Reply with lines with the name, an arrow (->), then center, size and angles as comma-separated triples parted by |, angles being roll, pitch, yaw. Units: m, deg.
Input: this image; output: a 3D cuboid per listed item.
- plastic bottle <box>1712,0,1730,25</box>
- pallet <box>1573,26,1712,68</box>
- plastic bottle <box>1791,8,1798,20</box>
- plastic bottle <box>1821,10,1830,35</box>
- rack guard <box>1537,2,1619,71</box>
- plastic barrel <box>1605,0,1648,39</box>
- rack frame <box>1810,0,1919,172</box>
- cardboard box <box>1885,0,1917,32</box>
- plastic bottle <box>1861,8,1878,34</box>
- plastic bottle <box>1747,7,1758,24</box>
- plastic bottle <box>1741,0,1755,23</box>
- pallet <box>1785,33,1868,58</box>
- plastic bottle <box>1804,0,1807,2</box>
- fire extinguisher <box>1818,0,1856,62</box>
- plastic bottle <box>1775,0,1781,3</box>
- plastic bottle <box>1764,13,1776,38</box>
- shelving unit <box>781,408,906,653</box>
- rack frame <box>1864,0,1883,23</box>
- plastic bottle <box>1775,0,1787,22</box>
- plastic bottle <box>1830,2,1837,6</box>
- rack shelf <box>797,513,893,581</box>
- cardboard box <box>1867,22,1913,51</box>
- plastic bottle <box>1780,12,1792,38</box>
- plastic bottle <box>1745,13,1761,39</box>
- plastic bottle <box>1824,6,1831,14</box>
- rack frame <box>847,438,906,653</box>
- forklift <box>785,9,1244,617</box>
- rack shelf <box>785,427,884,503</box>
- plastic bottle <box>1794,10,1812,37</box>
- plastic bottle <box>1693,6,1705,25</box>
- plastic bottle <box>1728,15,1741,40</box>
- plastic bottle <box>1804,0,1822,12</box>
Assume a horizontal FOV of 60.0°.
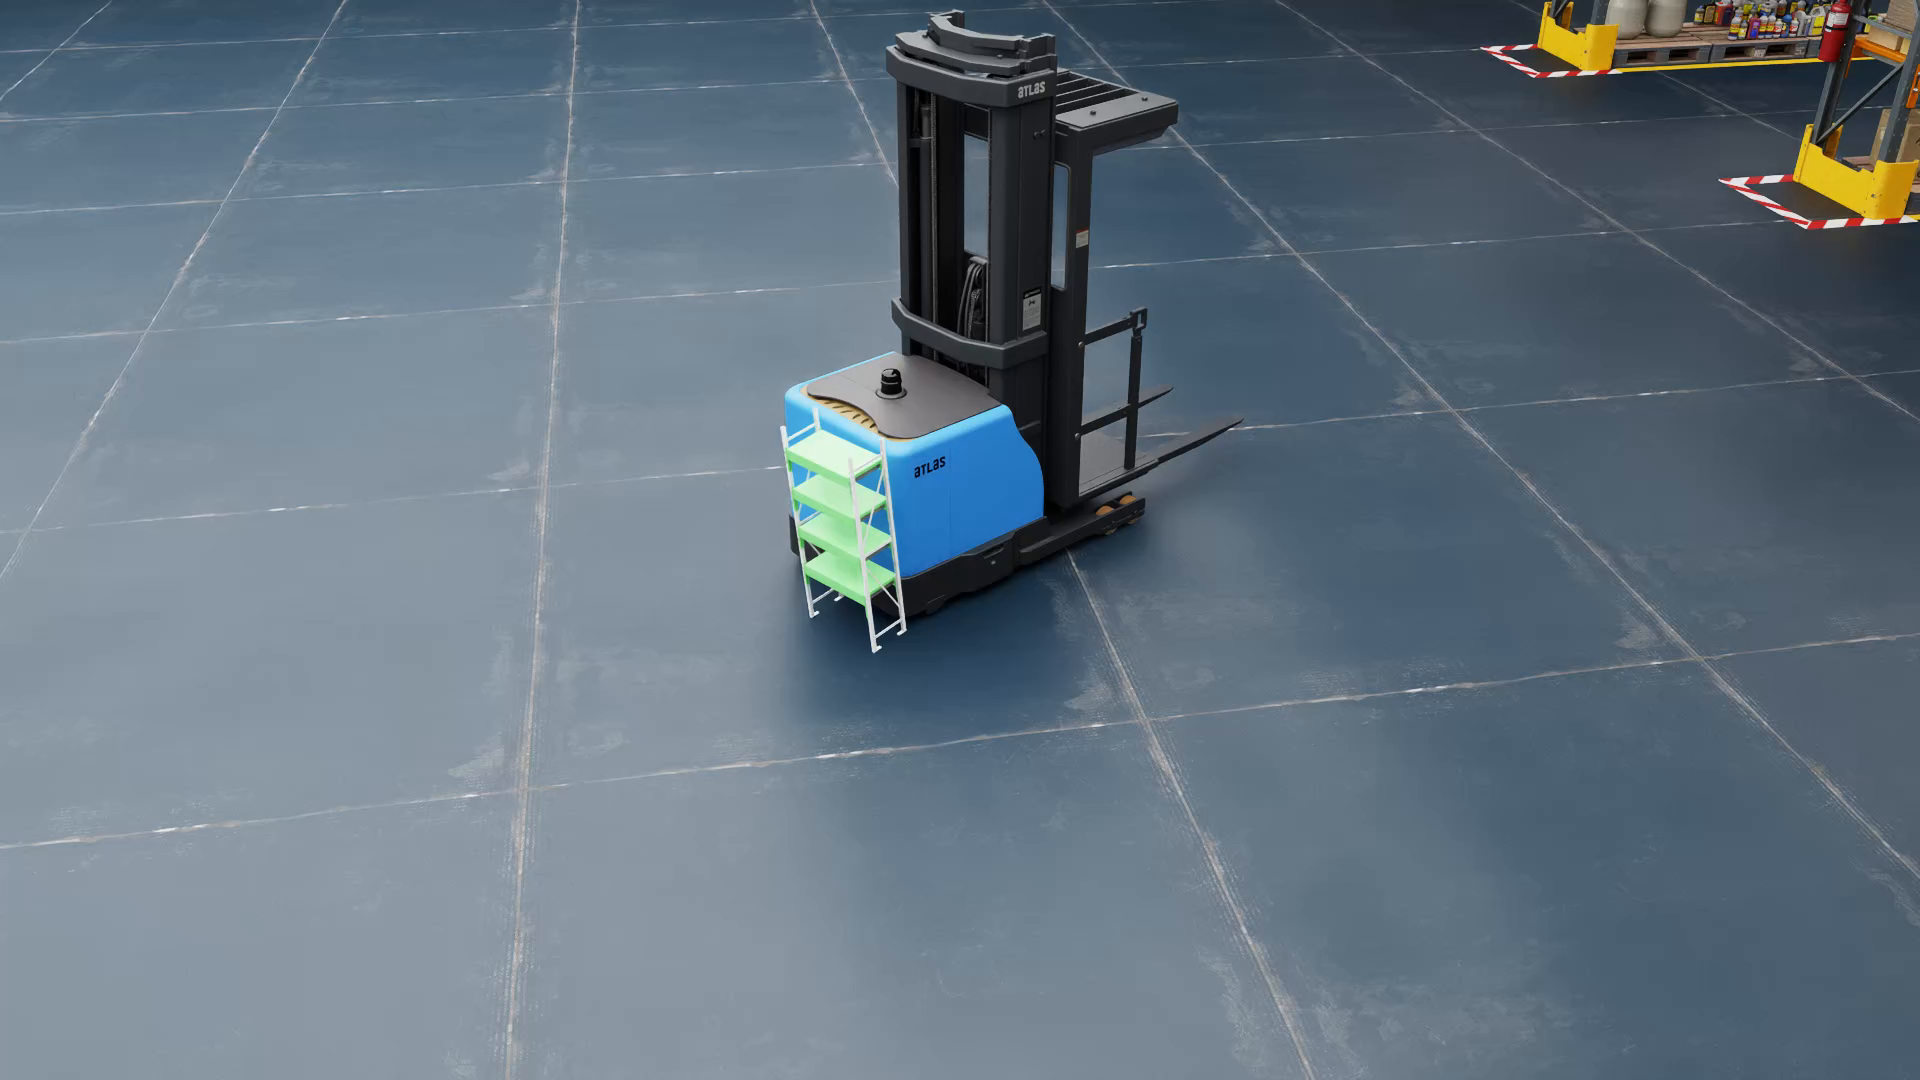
plastic bottle -> 9.012, -6.260, 19.691 | 0.135, 0.276, 0.152 | -5, 31, -9
pallet -> 7.898, -5.749, 19.319 | 1.213, 0.211, 1.003 | -5, 31, -9
plastic bottle -> 9.698, -6.024, 19.281 | 0.133, 0.283, 0.061 | -5, 31, -9
plastic bottle -> 10.043, -5.978, 19.202 | 0.133, 0.283, 0.061 | -3, 31, -6
rack guard -> 7.098, -5.802, 19.124 | 0.348, 0.500, 1.175 | -5, 31, -9
plastic barrel -> 7.665, -6.056, 19.130 | 0.421, 0.512, 0.421 | 0, 30, 0
rack frame -> 7.923, -4.380, 14.239 | 0.127, 3.000, 1.000 | -5, 31, -9
cardboard box -> 8.469, -4.588, 14.201 | 0.500, 0.500, 0.875 | -5, 31, -9
plastic bottle -> 10.552, -6.025, 19.283 | 0.133, 0.283, 0.061 | -4, 31, -6
plastic bottle -> 9.375, -6.202, 19.665 | 0.097, 0.201, 0.097 | 0, 30, 0
plastic bottle -> 9.310, -6.322, 19.722 | 0.185, 0.351, 0.144 | -4, 31, -7
pallet -> 10.298, -5.972, 19.698 | 1.213, 0.211, 1.003 | -5, 31, -9
plastic bottle -> 10.097, -6.395, 19.847 | 0.185, 0.351, 0.144 | -4, 31, -8
fire extinguisher -> 7.728, -4.566, 14.632 | 0.183, 0.674, 0.296 | -5, 31, -9
plastic bottle -> 9.742, -6.355, 19.844 | 0.133, 0.283, 0.061 | -4, 31, -7
plastic bottle -> 9.306, -5.913, 19.105 | 0.097, 0.271, 0.097 | 0, 30, 0
shelving unit -> -0.594, -0.041, 8.613 | 0.503, 1.200, 0.258 | 26, 45, 36
rack frame -> 10.966, -7.214, 19.060 | 0.127, 3.000, 1.000 | -5, 31, -9
plastic bottle -> 9.774, -6.312, 19.783 | 0.097, 0.271, 0.097 | 0, 30, 0
plastic bottle -> 10.474, -6.378, 19.964 | 0.097, 0.201, 0.097 | 0, 30, 0
rack shelf -> -0.589, 0.011, 8.650 | 0.480, 0.148, 0.258 | 26, 45, 36
cardboard box -> 8.167, -4.400, 14.522 | 0.250, 0.149, 0.380 | -5, 31, -9
plastic bottle -> 9.506, -5.932, 19.137 | 0.097, 0.271, 0.097 | 0, 30, 0
plastic bottle -> 9.097, -5.890, 19.053 | 0.133, 0.283, 0.061 | -5, 31, -8
plastic bottle -> 10.144, -6.082, 19.386 | 0.135, 0.276, 0.152 | -5, 31, -9
rack frame -> -0.417, 0.044, 8.468 | 0.015, 1.200, 0.240 | 26, 45, 36
forklift -> 0.468, -1.474, 9.364 | 3.031, 2.935, 1.130 | -24, 38, -35
rack shelf -> -0.624, -0.382, 8.377 | 0.480, 0.148, 0.258 | 26, 45, 36
plastic bottle -> 9.717, -5.968, 19.193 | 0.135, 0.276, 0.152 | -5, 31, -8
plastic bottle -> 8.759, -6.219, 19.694 | 0.097, 0.201, 0.097 | 0, 30, 0
plastic bottle -> 8.871, -5.873, 19.036 | 0.097, 0.271, 0.097 | 0, 30, 0
plastic bottle -> 10.123, -6.324, 19.724 | 0.185, 0.351, 0.144 | -5, 31, -9
